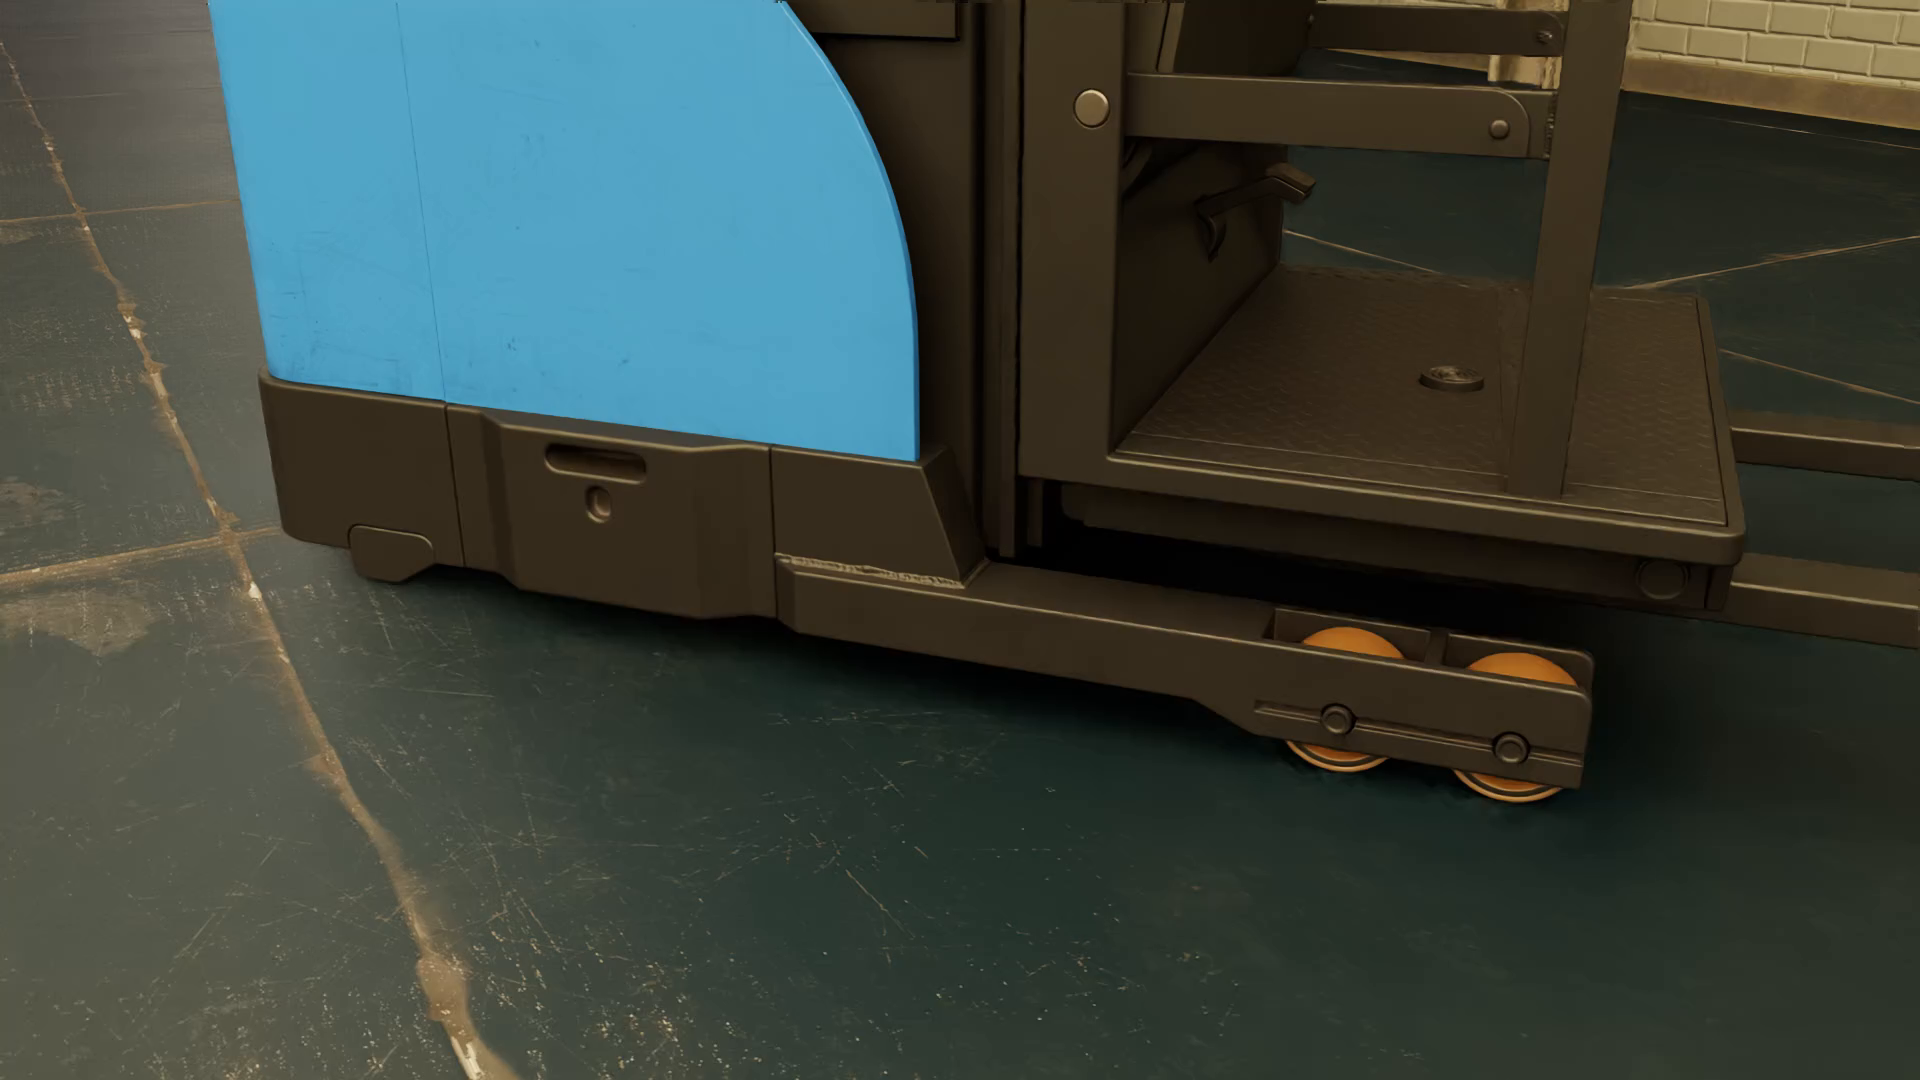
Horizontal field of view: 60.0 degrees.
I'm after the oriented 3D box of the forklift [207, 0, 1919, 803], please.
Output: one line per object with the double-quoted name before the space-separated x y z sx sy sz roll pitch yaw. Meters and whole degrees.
"forklift" 0.548 -1.284 1.903 3.031 2.935 1.130 8 24 19
